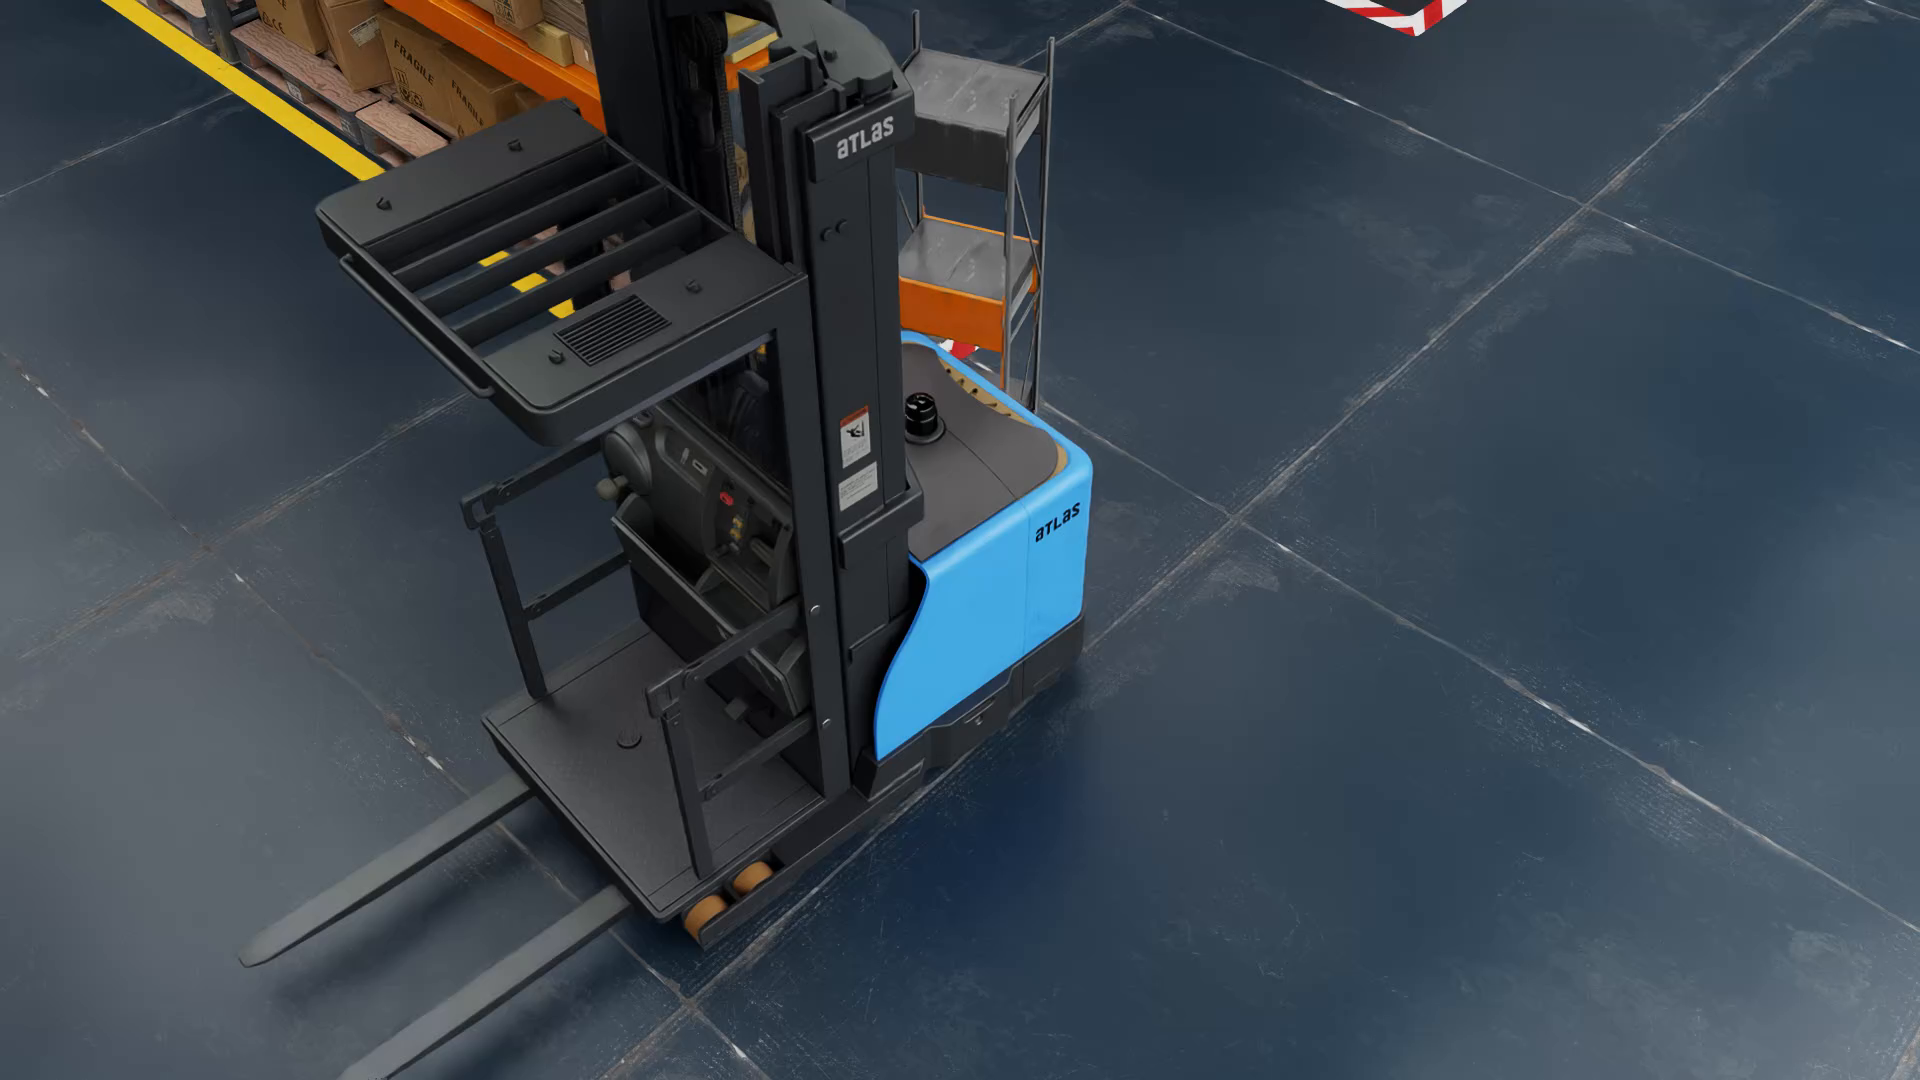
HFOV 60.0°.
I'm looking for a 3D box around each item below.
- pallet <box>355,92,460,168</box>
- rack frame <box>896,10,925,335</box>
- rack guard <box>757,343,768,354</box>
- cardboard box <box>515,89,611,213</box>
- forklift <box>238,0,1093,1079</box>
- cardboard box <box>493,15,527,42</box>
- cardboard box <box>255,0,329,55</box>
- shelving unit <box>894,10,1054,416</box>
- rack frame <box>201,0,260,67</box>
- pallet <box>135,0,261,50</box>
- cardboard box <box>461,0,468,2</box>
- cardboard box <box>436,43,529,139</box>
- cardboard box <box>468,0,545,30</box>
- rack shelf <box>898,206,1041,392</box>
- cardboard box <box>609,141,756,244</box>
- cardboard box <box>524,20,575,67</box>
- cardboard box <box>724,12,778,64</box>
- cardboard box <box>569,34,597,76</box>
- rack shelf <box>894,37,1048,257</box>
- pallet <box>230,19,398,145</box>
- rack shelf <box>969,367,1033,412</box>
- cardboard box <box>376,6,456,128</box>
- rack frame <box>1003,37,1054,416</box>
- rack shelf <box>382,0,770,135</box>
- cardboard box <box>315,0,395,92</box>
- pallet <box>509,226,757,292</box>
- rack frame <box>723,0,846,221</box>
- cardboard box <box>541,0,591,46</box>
[{"bbox_3d":[-2.379,-2.117,8.702,1.213,0.211,1.003,34,55,28],"label":"pallet"},{"bbox_3d":[-0.218,-0.954,6.314,0.015,2.100,0.400,16,49,14],"label":"rack frame"},{"bbox_3d":[-0.914,-1.192,7.635,0.348,0.500,1.175,34,55,28],"label":"rack guard"},{"bbox_3d":[-1.768,-1.893,8.005,0.500,0.500,0.500,-25,52,-21],"label":"cardboard box"},{"bbox_3d":[-0.961,-0.084,4.927,3.031,2.935,1.130,-33,55,-27],"label":"forklift"},{"bbox_3d":[-1.783,-2.306,7.139,0.250,0.149,0.380,34,55,28],"label":"cardboard box"},{"bbox_3d":[-3.531,-3.057,9.098,0.500,0.500,0.500,32,55,27],"label":"cardboard box"},{"bbox_3d":[0.009,-0.890,6.254,0.503,2.100,0.431,16,49,14],"label":"shelving unit"},{"bbox_3d":[-3.797,-3.988,8.545,0.127,3.000,1.000,34,55,28],"label":"rack frame"},{"bbox_3d":[-4.370,-3.418,9.923,1.213,0.211,1.003,34,55,28],"label":"pallet"},{"bbox_3d":[-2.137,-2.564,7.380,0.250,0.149,0.380,34,55,28],"label":"cardboard box"},{"bbox_3d":[-2.215,-2.213,8.305,0.500,0.500,0.500,-33,55,-27],"label":"cardboard box"},{"bbox_3d":[-1.692,-2.616,6.984,0.500,0.500,0.875,34,55,28],"label":"cardboard box"},{"bbox_3d":[0.009,-0.881,6.264,0.480,0.518,0.431,16,49,14],"label":"rack shelf"},{"bbox_3d":[-1.305,-1.616,7.745,0.500,0.500,0.500,-28,53,-24],"label":"cardboard box"},{"bbox_3d":[-1.609,-2.174,7.015,0.250,0.149,0.380,34,55,28],"label":"cardboard box"},{"bbox_3d":[-0.906,-2.193,7.032,0.250,0.149,0.380,34,55,28],"label":"cardboard box"},{"bbox_3d":[-1.391,-2.078,6.925,0.250,0.149,0.380,34,55,28],"label":"cardboard box"},{"bbox_3d":[0.009,-1.360,5.754,0.480,0.518,0.431,16,49,14],"label":"rack shelf"},{"bbox_3d":[-3.280,-2.720,9.268,1.213,0.211,1.003,34,55,28],"label":"pallet"},{"bbox_3d":[0.009,-0.402,6.774,0.480,0.518,0.431,16,49,14],"label":"rack shelf"},{"bbox_3d":[-2.595,-2.513,8.587,0.500,0.500,0.500,29,53,25],"label":"cardboard box"},{"bbox_3d":[0.237,-0.826,6.193,0.015,2.100,0.400,16,49,14],"label":"rack frame"},{"bbox_3d":[-2.328,-2.753,7.879,4.000,0.370,1.077,34,55,28],"label":"rack shelf"},{"bbox_3d":[-3.104,-2.778,8.836,0.500,0.500,0.500,-22,51,-19],"label":"cardboard box"},{"bbox_3d":[-1.487,-1.514,8.135,1.213,0.211,1.003,34,55,28],"label":"pallet"},{"bbox_3d":[-0.858,-2.010,6.688,0.127,3.000,1.000,34,55,28],"label":"rack frame"},{"bbox_3d":[-1.243,-2.433,6.813,0.500,0.500,0.875,34,55,28],"label":"cardboard box"}]
